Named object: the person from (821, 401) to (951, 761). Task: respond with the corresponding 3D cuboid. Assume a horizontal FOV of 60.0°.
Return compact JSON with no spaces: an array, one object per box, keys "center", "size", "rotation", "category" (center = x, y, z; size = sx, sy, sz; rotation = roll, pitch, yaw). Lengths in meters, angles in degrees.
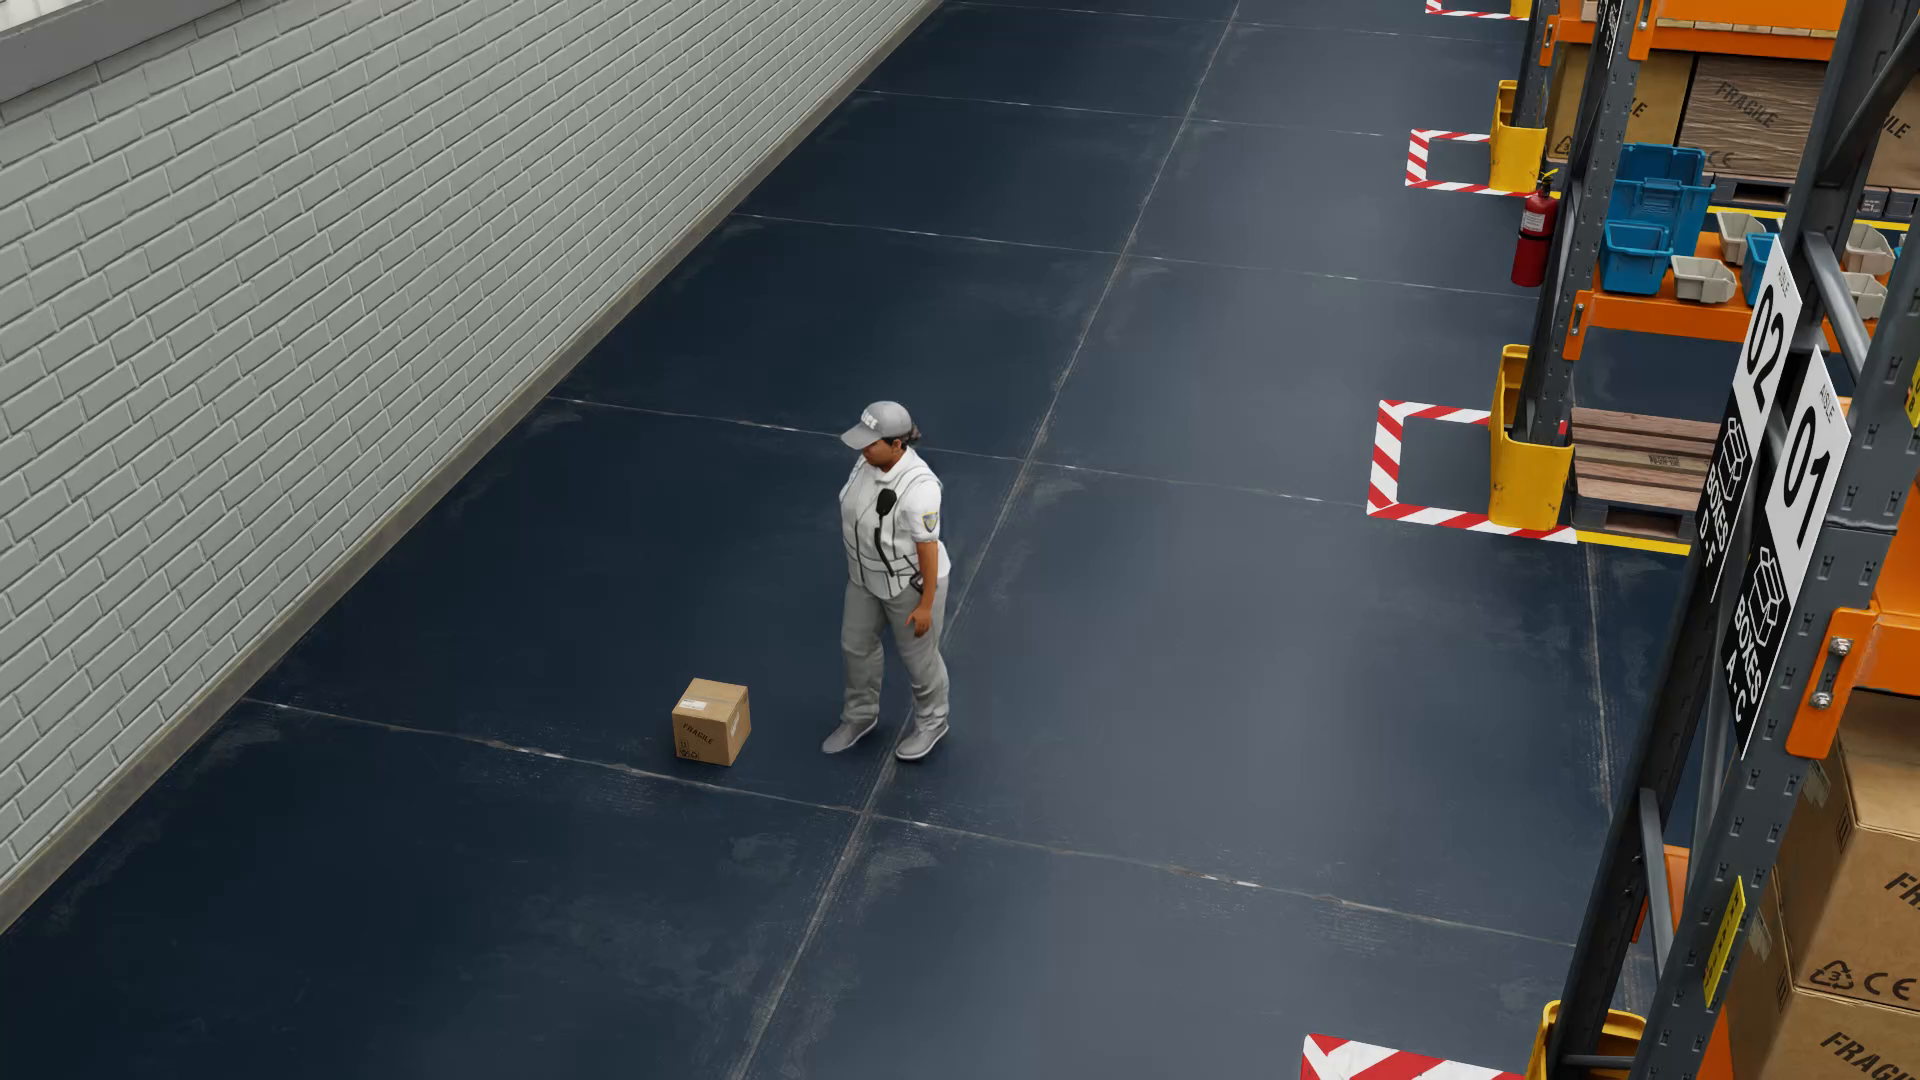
[{"center":[-0.310,0.207,6.850],"size":[0.521,1.707,0.489],"rotation":[-25,41,-33],"category":"person"}]
